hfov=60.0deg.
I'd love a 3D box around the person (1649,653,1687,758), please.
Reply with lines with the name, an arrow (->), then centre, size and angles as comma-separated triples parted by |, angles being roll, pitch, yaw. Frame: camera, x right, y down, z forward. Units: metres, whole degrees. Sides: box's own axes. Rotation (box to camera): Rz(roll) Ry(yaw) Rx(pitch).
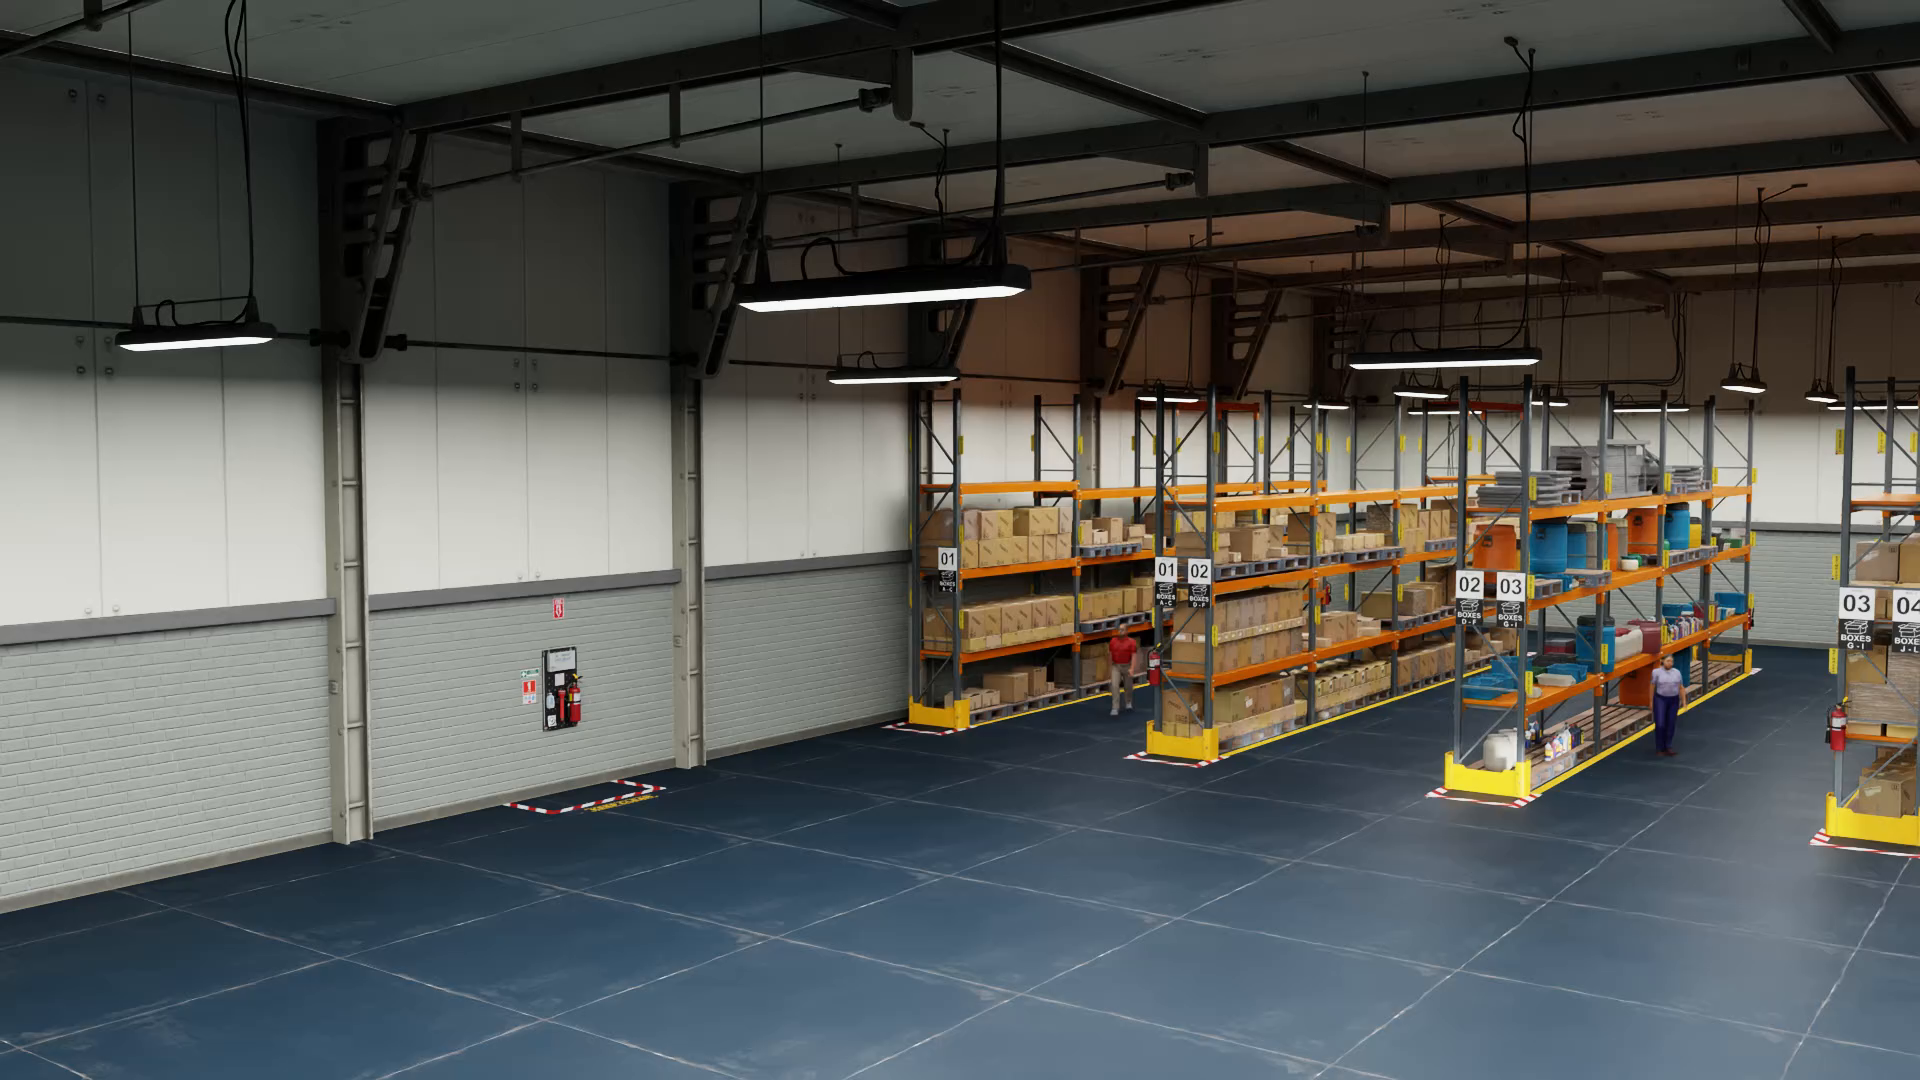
person -> 11.409, 2.695, 26.813 | 0.532, 1.717, 0.454 | 0, 3, 1

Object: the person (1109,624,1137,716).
person -> 3.018, 2.385, 30.871 | 0.535, 1.653, 1.102 | 1, 3, 9
